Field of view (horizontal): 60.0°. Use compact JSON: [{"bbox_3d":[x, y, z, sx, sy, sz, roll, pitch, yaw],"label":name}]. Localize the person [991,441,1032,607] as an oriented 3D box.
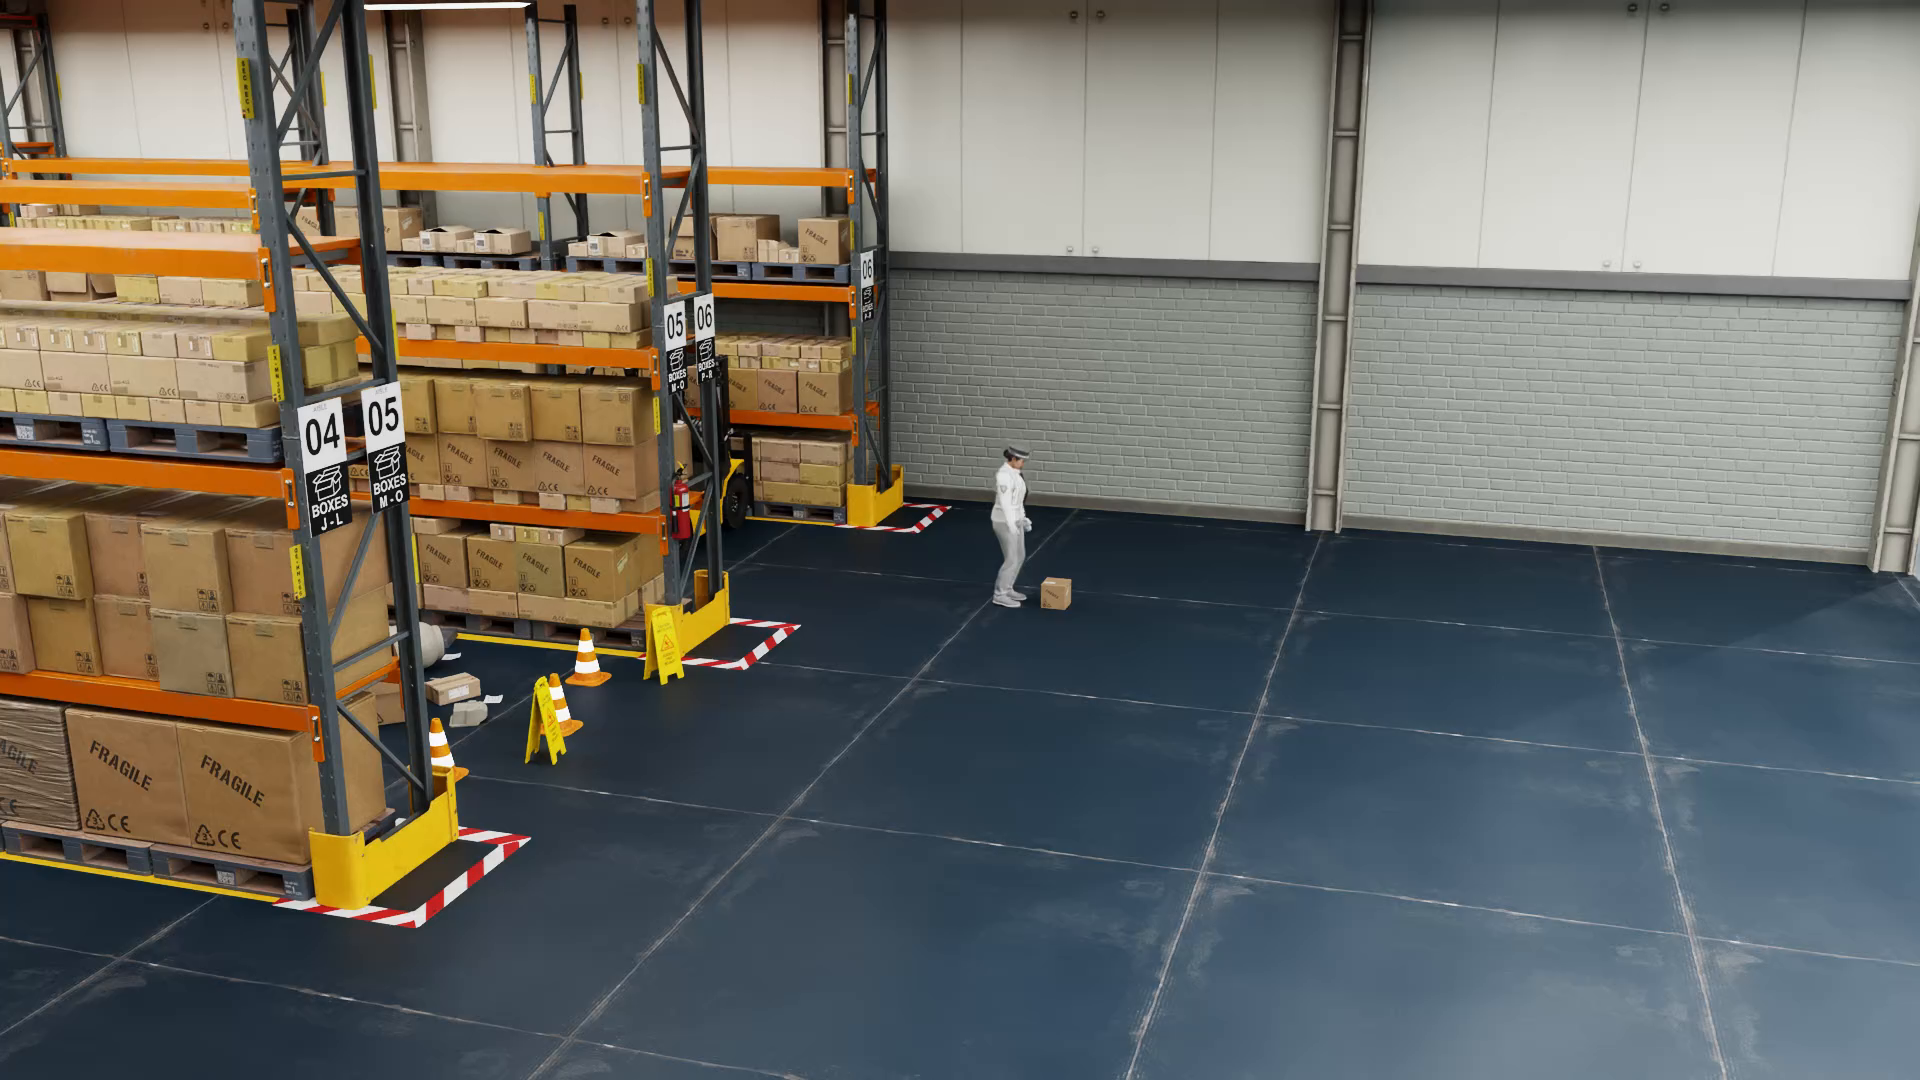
[{"bbox_3d":[0.519,-0.170,16.636,0.396,1.647,0.488,5,16,17],"label":"person"}]
